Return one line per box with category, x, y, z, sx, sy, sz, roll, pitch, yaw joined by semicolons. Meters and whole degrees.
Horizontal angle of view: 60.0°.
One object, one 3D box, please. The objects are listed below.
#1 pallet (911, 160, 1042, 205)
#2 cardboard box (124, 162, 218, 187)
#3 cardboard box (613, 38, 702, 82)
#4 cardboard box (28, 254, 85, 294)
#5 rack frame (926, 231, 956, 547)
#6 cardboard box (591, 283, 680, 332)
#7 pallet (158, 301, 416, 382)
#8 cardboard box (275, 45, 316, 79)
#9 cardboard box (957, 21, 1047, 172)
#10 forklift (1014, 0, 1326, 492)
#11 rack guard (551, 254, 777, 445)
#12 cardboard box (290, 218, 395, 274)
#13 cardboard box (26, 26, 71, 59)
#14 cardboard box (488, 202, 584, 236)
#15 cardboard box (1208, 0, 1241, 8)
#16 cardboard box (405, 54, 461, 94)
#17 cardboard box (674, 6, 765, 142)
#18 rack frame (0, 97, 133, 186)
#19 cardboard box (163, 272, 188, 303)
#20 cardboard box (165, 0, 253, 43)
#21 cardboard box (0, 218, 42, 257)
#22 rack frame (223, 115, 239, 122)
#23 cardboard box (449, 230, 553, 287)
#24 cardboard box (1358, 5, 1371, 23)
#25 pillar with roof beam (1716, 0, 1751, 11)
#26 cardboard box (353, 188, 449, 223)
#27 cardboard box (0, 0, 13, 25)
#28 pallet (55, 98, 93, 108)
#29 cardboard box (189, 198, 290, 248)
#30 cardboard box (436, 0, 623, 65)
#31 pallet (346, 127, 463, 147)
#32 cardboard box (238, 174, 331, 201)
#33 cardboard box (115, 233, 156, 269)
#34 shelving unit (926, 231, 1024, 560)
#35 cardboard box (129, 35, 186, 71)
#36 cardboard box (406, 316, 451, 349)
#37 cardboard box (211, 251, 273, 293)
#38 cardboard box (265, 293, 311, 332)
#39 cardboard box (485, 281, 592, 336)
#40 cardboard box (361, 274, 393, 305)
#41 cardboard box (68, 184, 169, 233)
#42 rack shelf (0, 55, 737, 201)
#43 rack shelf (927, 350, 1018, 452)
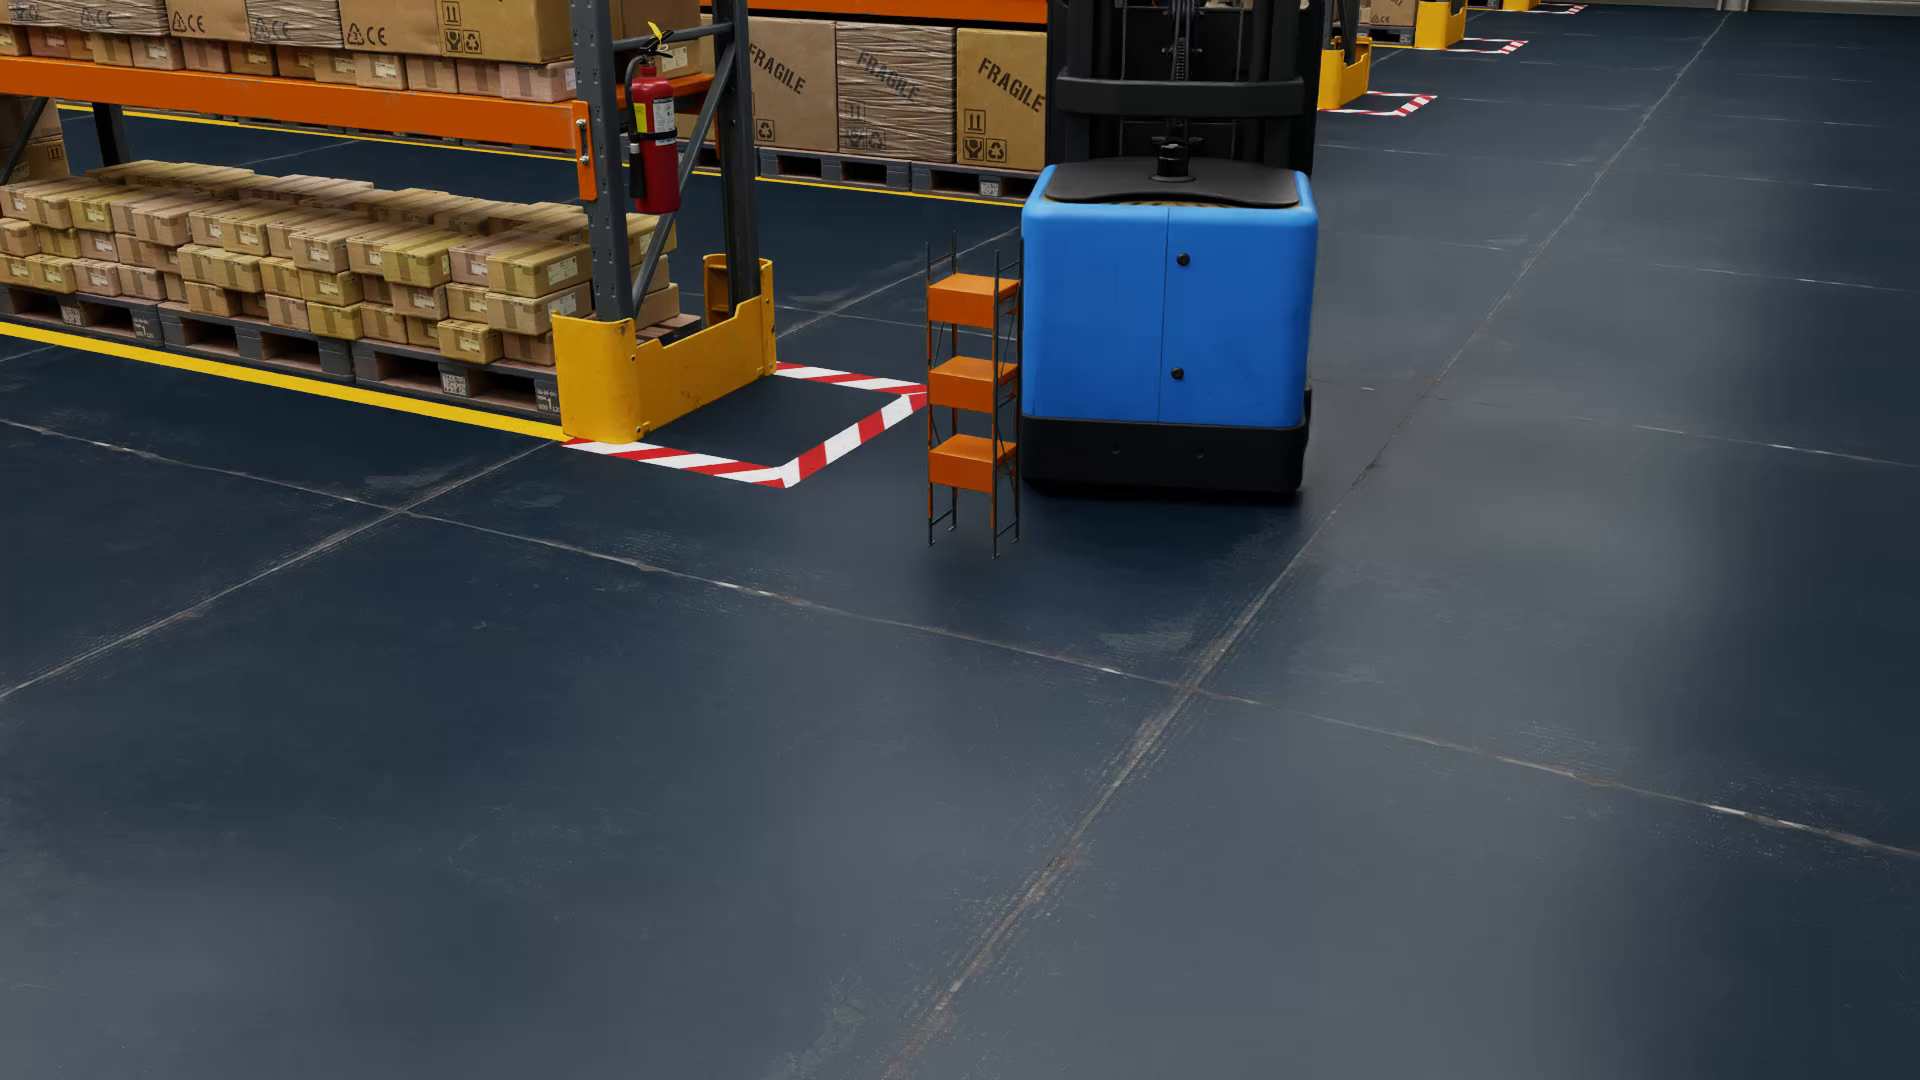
pallet;0.420;-2.518;11.401;1.213;0.211;1.003;11;25;25
cardboard box;-4.048;-1.831;8.569;0.250;0.149;0.380;12;26;25
cardboard box;-1.301;-2.029;7.009;0.250;0.149;0.380;11;25;24
cardboard box;-4.312;-1.337;8.168;0.250;0.149;0.380;12;26;26
rack frame;-0.061;-0.495;5.573;0.008;1.050;0.200;11;25;25
cardboard box;-1.483;-1.059;7.513;0.250;0.149;0.380;12;26;26
pallet;-3.021;-1.075;8.008;1.213;0.211;1.003;11;25;25
cardboard box;-2.688;-2.074;7.116;0.250;0.149;0.380;10;25;22
cardboard box;0.561;-2.988;11.122;0.875;0.875;0.875;11;25;25
forklift;0.925;-2.063;6.856;1.130;2.935;3.031;3;23;8
rack guard;-1.227;-0.836;7.077;0.348;0.500;1.175;11;25;25
cardboard box;-2.700;-1.295;7.308;0.250;0.149;0.380;12;26;26
cardboard box;-4.098;-2.351;7.766;0.250;0.149;0.380;10;25;22
cardboard box;-1.941;-1.435;7.638;0.250;0.149;0.380;11;25;24
cardboard box;3.378;-6.684;20.508;0.500;0.311;0.500;11;25;25
cardboard box;-2.013;-1.912;6.735;0.250;0.149;0.380;11;25;24
cardboard box;-1.848;-3.465;12.243;0.875;0.875;0.875;11;25;25
rack frame;-4.729;-2.679;8.217;0.127;3.000;1.000;11;25;25
cardboard box;-3.561;-1.249;7.960;0.250;0.149;0.380;10;25;22
cardboard box;-3.031;-2.416;7.090;0.500;0.500;0.500;13;26;27
cardboard box;-4.550;-1.522;8.222;0.250;0.149;0.380;12;26;27
rack frame;-5.971;-5.100;13.910;0.127;3.000;1.000;11;25;25
cardboard box;-1.945;-1.197;7.079;0.250;0.149;0.380;12;26;26
cardboard box;4.725;-6.158;19.456;0.250;0.166;0.380;11;25;25
pillar with roof beam;8.731;-9.960;17.671;0.400;9.000;9.100;11;25;25
cardboard box;-2.657;-1.565;7.943;0.250;0.149;0.380;12;26;25
cardboard box;-4.401;-2.687;7.727;0.500;0.500;0.500;11;25;24
pallet;-7.752;-4.171;15.289;1.213;0.211;1.003;11;25;25
cardboard box;-3.334;-1.474;7.728;0.250;0.149;0.380;10;25;22
cardboard box;-1.677;-2.145;6.454;0.500;0.500;0.500;12;26;26
pallet;-4.216;-3.435;13.558;1.213;0.211;1.003;11;25;25
cardboard box;-3.343;-1.701;8.263;0.250;0.149;0.380;10;25;22
cardboard box;-3.810;-1.429;8.004;0.250;0.149;0.380;10;25;22
shelving unit;0.048;-0.474;5.522;0.252;1.050;0.215;11;25;25
cardboard box;-3.427;-2.184;7.373;0.250;0.149;0.380;12;26;27
cardboard box;-2.195;-0.961;7.284;0.250;0.149;0.380;11;25;24
cardboard box;-3.170;-1.253;7.591;0.250;0.149;0.380;11;26;25
cardboard box;-2.912;-1.079;7.560;0.250;0.149;0.380;12;26;26
cardboard box;-1.759;-0.985;6.959;0.250;0.149;0.380;10;25;23
cardboard box;-2.417;-1.159;7.369;0.250;0.149;0.380;11;25;24
cardboard box;-4.048;-1.604;8.036;0.250;0.149;0.380;11;25;24
rack shelf;-2.944;-1.995;7.528;4.000;0.370;1.077;11;25;25
rack shelf;0.048;-0.464;5.526;0.240;0.259;0.215;11;25;25
